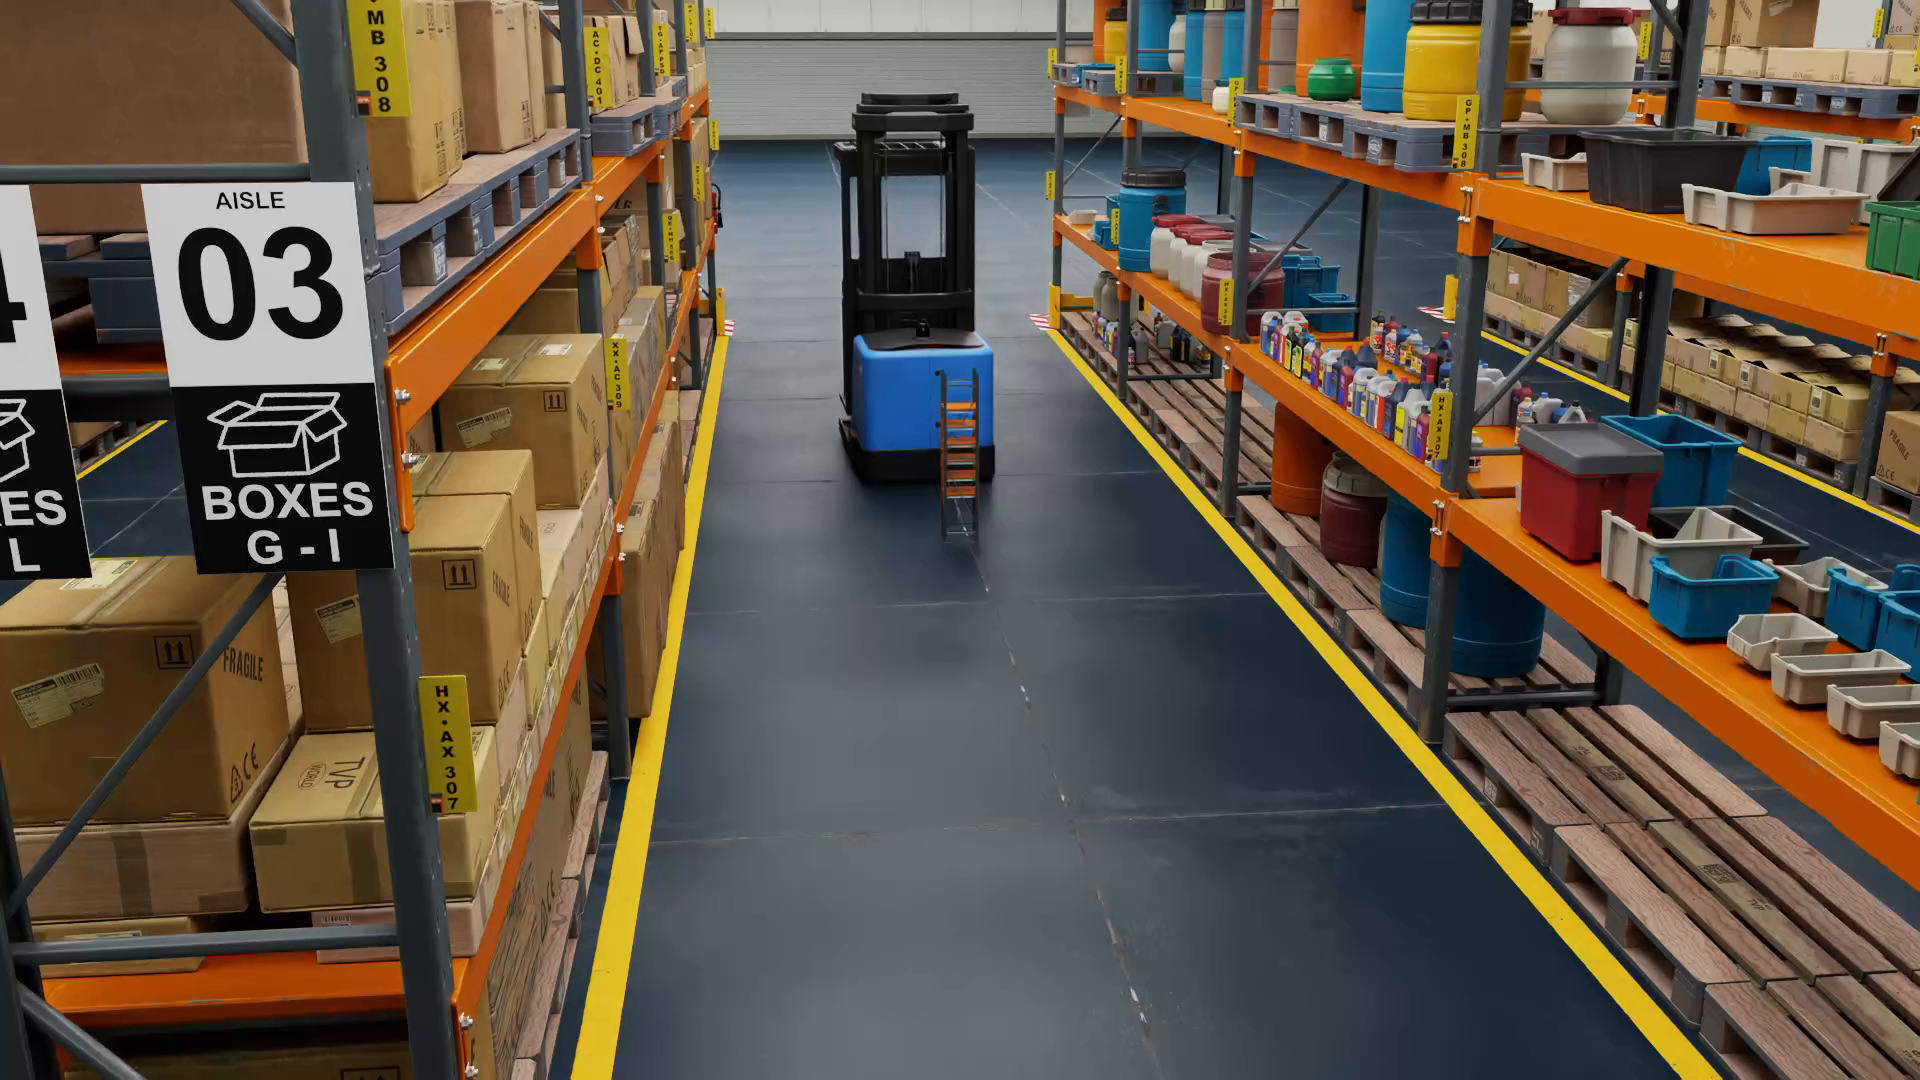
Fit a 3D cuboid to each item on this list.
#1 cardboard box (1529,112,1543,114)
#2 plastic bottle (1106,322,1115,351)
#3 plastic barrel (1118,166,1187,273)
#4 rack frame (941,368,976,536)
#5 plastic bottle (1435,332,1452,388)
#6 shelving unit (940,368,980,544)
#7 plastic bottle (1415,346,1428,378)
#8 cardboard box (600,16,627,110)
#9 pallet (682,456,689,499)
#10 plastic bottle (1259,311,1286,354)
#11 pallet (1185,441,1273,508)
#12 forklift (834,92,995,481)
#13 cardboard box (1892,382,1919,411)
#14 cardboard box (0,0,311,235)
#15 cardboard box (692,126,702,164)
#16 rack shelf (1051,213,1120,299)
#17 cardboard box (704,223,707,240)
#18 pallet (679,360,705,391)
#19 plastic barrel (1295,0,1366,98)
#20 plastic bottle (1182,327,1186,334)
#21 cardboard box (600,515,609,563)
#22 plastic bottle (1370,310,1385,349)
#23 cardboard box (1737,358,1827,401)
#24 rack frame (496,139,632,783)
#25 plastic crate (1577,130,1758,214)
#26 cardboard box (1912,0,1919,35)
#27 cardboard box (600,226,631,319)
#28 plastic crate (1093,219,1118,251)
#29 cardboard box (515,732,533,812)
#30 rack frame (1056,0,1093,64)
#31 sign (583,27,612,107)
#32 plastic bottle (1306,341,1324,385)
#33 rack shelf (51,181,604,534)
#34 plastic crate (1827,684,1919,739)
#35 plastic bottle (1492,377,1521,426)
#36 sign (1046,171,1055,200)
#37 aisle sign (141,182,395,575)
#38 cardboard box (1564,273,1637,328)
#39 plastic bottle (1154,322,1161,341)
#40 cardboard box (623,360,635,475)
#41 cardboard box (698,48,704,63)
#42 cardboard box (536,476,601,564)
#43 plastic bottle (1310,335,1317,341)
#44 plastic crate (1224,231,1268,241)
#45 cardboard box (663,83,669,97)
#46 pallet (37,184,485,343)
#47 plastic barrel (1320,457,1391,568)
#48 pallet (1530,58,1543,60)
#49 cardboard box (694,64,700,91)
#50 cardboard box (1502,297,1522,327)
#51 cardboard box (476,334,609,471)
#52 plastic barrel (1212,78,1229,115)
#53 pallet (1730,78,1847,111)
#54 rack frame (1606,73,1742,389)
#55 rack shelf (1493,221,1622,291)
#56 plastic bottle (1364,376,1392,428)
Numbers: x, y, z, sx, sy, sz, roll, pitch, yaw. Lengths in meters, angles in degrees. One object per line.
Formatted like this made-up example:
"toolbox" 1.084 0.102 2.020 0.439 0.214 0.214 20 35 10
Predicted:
"cardboard box" 6.568 -4.666 19.199 0.700 0.500 0.500 -2 18 -5
"plastic bottle" 1.593 -2.106 17.191 0.152 0.276 0.135 -1 17 -5
"plastic barrel" 1.751 -2.926 15.151 0.600 0.901 0.708 -2 18 -6
"rack frame" -0.011 -0.604 11.598 0.240 1.200 0.006 -2 18 -6
"plastic bottle" 2.984 -1.099 10.253 0.144 0.351 0.185 -2 18 -6
"shelving unit" -0.002 -0.577 11.511 0.258 1.200 0.189 -2 18 -6
"plastic bottle" 2.969 -1.139 10.630 0.097 0.201 0.097 0 17 0
"cardboard box" -2.191 -2.711 9.430 0.500 0.500 0.500 -1 17 -3
"pallet" -2.581 -0.369 12.499 1.003 0.211 1.213 -2 18 -6
"plastic bottle" 2.148 -1.421 11.403 0.152 0.276 0.135 -2 18 -6
"pallet" 2.383 -0.521 12.984 1.003 0.211 1.213 -2 18 -6
"forklift" -0.459 -2.255 13.967 1.130 2.935 3.031 -3 18 -8
"cardboard box" 7.590 -1.092 13.102 0.500 0.311 0.500 -1 17 -4
"cardboard box" -1.784 -0.963 3.694 0.700 0.500 0.500 -3 18 -9
"cardboard box" -2.875 -3.913 16.801 0.500 0.500 0.500 -2 18 -6
"rack shelf" 1.806 -3.064 17.629 1.077 0.370 4.000 -2 18 -6
"cardboard box" -2.833 -3.208 17.306 0.380 0.149 0.250 -2 18 -6
"pallet" -3.019 -1.527 16.187 1.003 0.211 1.213 -2 18 -6
"plastic barrel" 2.480 -3.286 10.711 0.600 0.830 0.708 -2 18 -6
"plastic bottle" 2.322 -2.067 16.940 0.144 0.351 0.185 -3 18 -8
"cardboard box" -1.705 0.003 7.079 0.380 0.149 0.250 -1 17 -5
"plastic bottle" 2.891 -1.456 11.502 0.061 0.283 0.133 -2 18 -6
"cardboard box" 6.944 -1.381 14.020 0.500 0.311 0.500 -2 18 -6
"rack frame" -2.089 -0.274 7.544 1.000 3.000 0.127 -2 18 -6
"plastic crate" 2.693 -1.418 6.395 0.497 0.269 0.590 -2 18 -6
"cardboard box" 11.253 -6.001 18.906 0.500 0.500 0.500 -2 18 -6
"cardboard box" -2.378 -1.580 9.860 0.797 0.503 0.637 -1 17 -4
"plastic crate" 1.628 -3.061 16.669 0.499 0.251 0.616 -2 18 -6
"cardboard box" -1.468 0.691 4.888 0.380 0.149 0.250 -2 18 -6
"rack frame" 1.600 -6.865 18.520 1.000 3.000 0.127 -2 18 -6
"sign" -1.537 -2.008 7.061 0.100 0.325 0.005 -2 18 -6
"plastic bottle" 2.228 -1.108 10.414 0.097 0.271 0.097 0 17 0
"rack shelf" -1.883 -0.767 5.304 1.077 0.370 4.000 -2 18 -6
"plastic crate" 2.970 0.537 5.298 0.396 0.136 0.243 -2 18 -6
"plastic bottle" 3.073 -0.794 9.405 0.152 0.276 0.135 -2 18 -6
"sign" 1.052 -4.119 19.327 0.100 0.325 0.005 -2 18 -6
"aisle sign" -1.371 -0.311 3.319 0.394 0.787 0.004 -2 18 -6
"cardboard box" 6.634 -2.490 17.238 0.500 0.500 0.500 -2 18 -6
"plastic bottle" 2.116 -2.217 17.669 0.097 0.201 0.097 0 17 0
"cardboard box" -1.941 -0.617 8.467 0.500 0.500 0.500 -2 18 -6
"cardboard box" -2.891 -5.093 17.469 0.380 0.149 0.250 -2 18 -5
"cardboard box" -1.727 -0.067 6.637 0.500 0.250 0.500 -1 17 -4
"plastic bottle" 2.318 -1.257 11.005 0.097 0.201 0.097 0 17 0
"plastic crate" 2.435 -2.484 14.609 0.392 0.384 0.575 -2 18 -6
"cardboard box" -2.350 -3.127 11.871 0.500 0.250 0.500 -1 17 -4
"pallet" -1.764 -0.692 4.014 1.003 0.211 1.213 -2 18 -6
"plastic barrel" 2.609 -0.187 10.591 0.600 0.588 0.708 -2 18 -6
"pallet" 6.574 -5.332 18.793 1.003 0.211 1.213 -2 18 -6
"cardboard box" -2.869 -4.622 16.635 0.500 0.250 0.500 -2 18 -7
"cardboard box" 6.467 -2.579 18.772 0.500 0.250 0.500 -2 18 -6
"cardboard box" -1.776 -0.574 6.999 0.500 0.500 0.500 -1 17 -4
"plastic barrel" 2.061 -3.356 12.582 0.301 0.262 0.301 0 17 0
"pallet" 7.075 -3.645 13.586 1.003 0.211 1.213 -1 17 -3
"rack frame" 6.939 -2.963 16.107 1.000 3.000 0.127 -2 18 -6
"rack shelf" 6.733 -3.216 18.113 1.077 0.370 4.000 -2 18 -6
"plastic bottle" 2.372 -0.775 9.345 0.152 0.276 0.135 -2 18 -6
